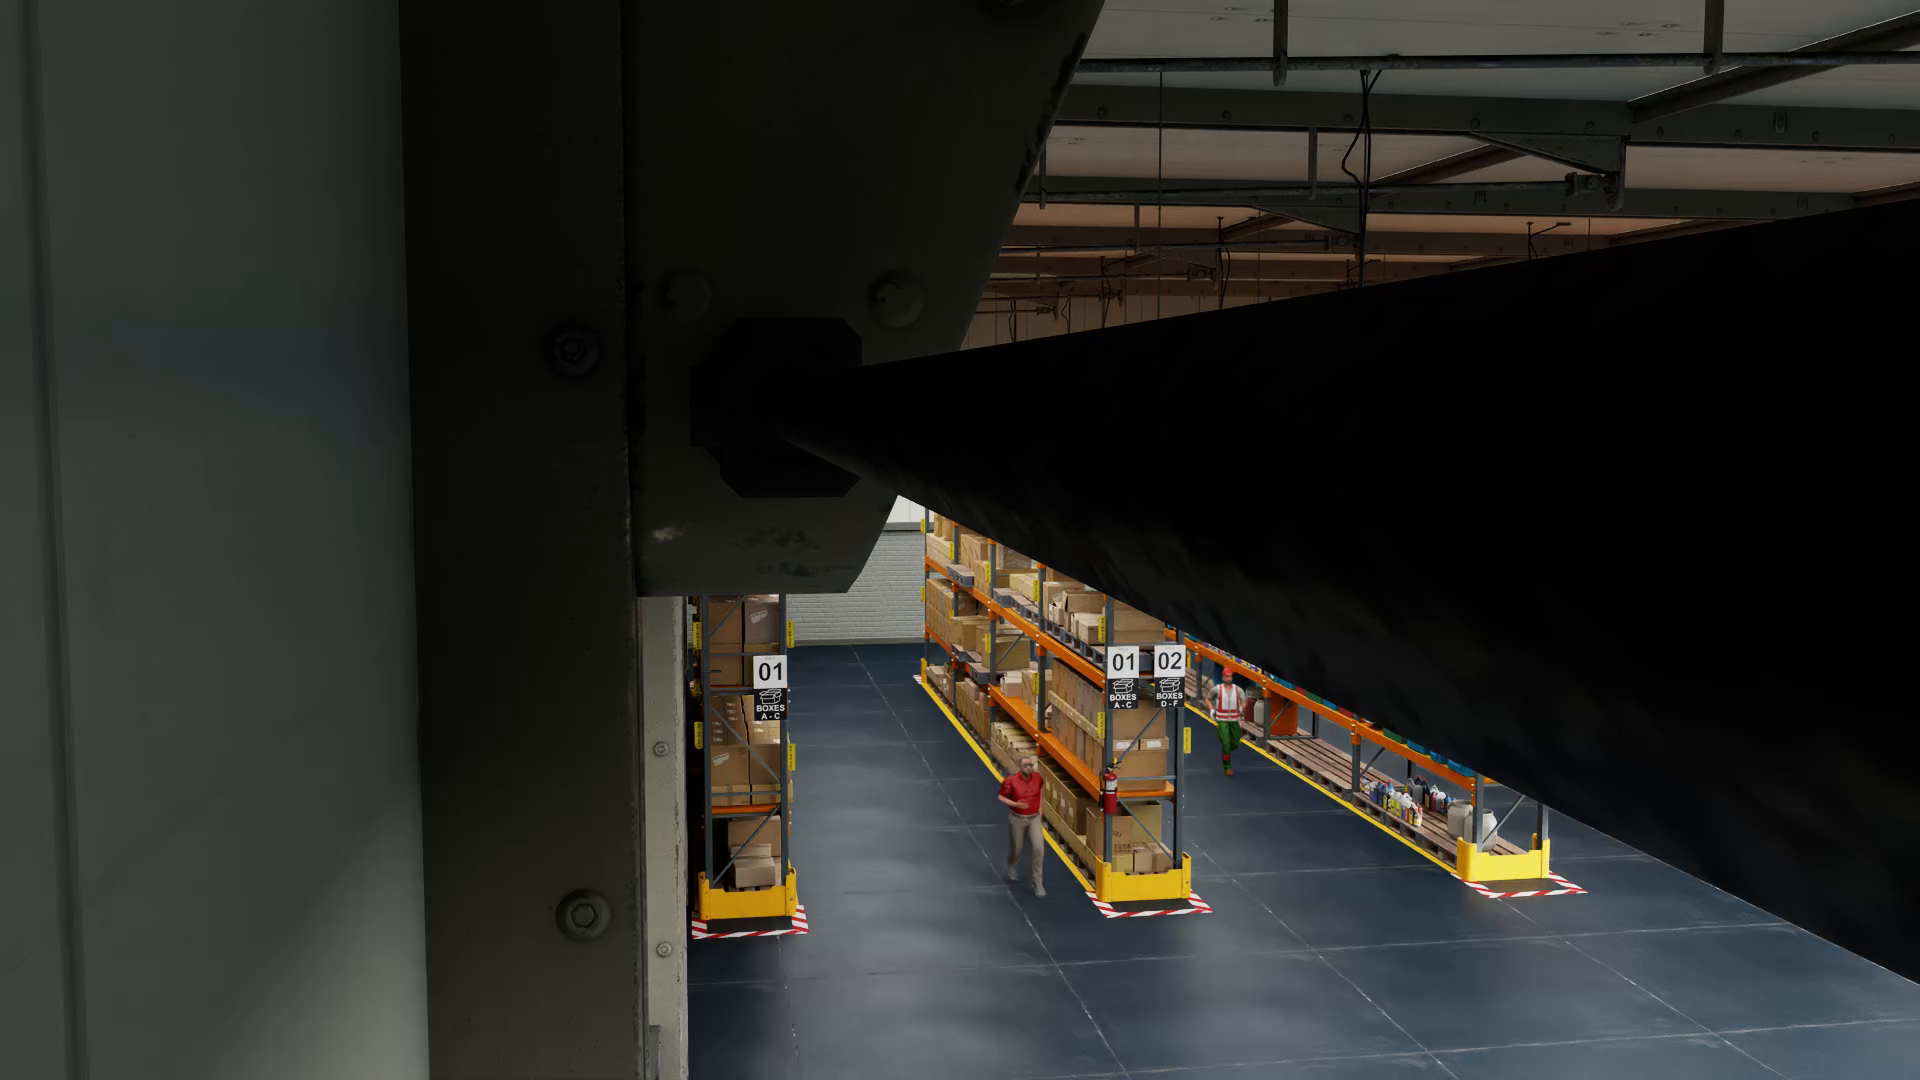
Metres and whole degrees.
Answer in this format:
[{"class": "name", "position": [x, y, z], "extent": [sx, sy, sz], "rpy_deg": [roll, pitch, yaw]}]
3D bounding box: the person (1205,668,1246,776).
[{"class": "person", "position": [4.456, 3.013, 27.777], "extent": [0.668, 1.758, 0.850], "rpy_deg": [0, 5, -5]}]

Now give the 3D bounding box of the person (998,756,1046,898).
[{"class": "person", "position": [0.809, 3.609, 21.256], "extent": [0.689, 1.754, 0.945], "rpy_deg": [-2, 5, -17]}]
